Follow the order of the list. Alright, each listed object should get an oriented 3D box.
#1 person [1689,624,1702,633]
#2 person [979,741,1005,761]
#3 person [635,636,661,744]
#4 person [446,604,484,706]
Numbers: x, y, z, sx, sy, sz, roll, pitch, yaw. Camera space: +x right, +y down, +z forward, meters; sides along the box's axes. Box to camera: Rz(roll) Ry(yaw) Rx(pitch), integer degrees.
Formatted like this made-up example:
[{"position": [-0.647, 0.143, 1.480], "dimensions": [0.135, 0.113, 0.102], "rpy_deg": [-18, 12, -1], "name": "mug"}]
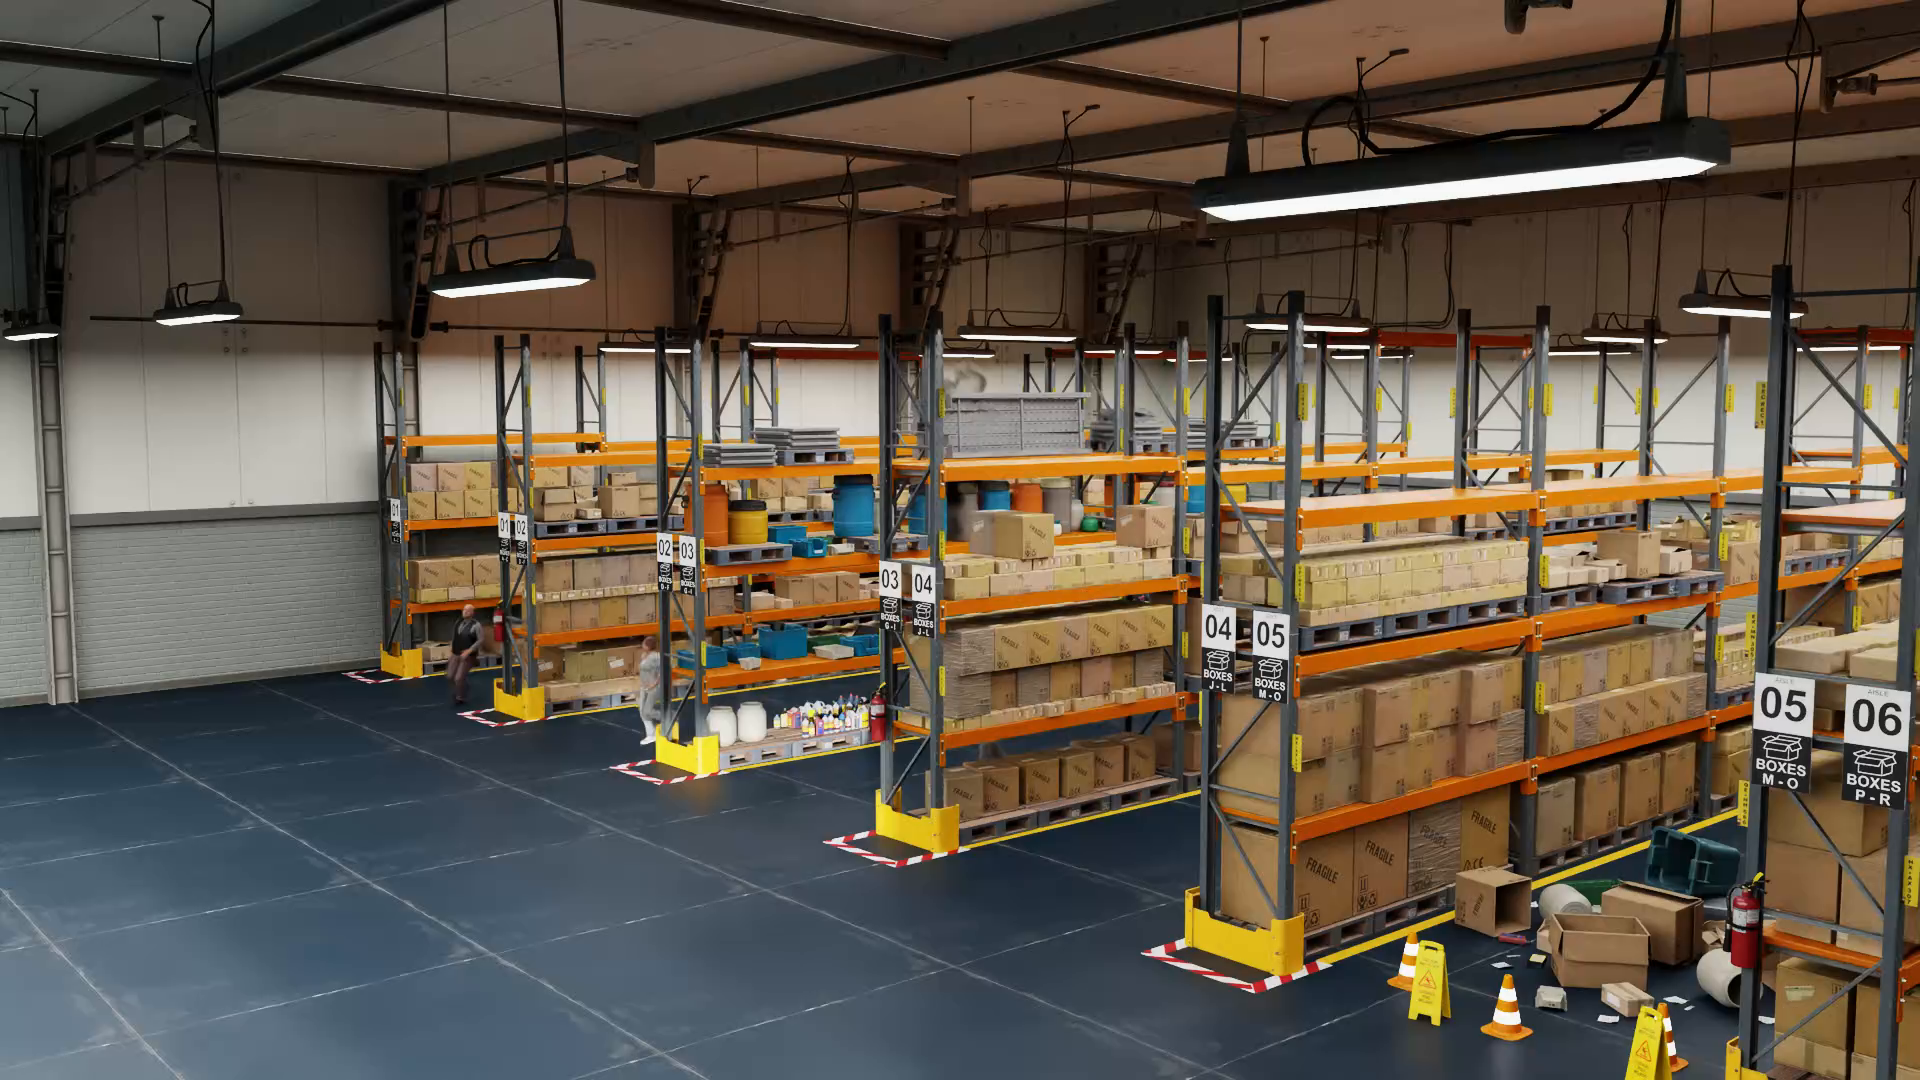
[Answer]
[{"position": [11.058, 2.079, 25.135], "dimensions": [0.597, 1.631, 0.560], "rpy_deg": [5, 7, 45], "name": "person"}, {"position": [0.372, 2.310, 21.910], "dimensions": [0.595, 1.724, 0.870], "rpy_deg": [4, 7, 40], "name": "person"}, {"position": [-4.475, 2.191, 24.315], "dimensions": [0.536, 1.556, 0.506], "rpy_deg": [5, 7, 42], "name": "person"}, {"position": [-8.064, 1.870, 27.104], "dimensions": [0.715, 1.666, 0.547], "rpy_deg": [2, 5, 18], "name": "person"}]
